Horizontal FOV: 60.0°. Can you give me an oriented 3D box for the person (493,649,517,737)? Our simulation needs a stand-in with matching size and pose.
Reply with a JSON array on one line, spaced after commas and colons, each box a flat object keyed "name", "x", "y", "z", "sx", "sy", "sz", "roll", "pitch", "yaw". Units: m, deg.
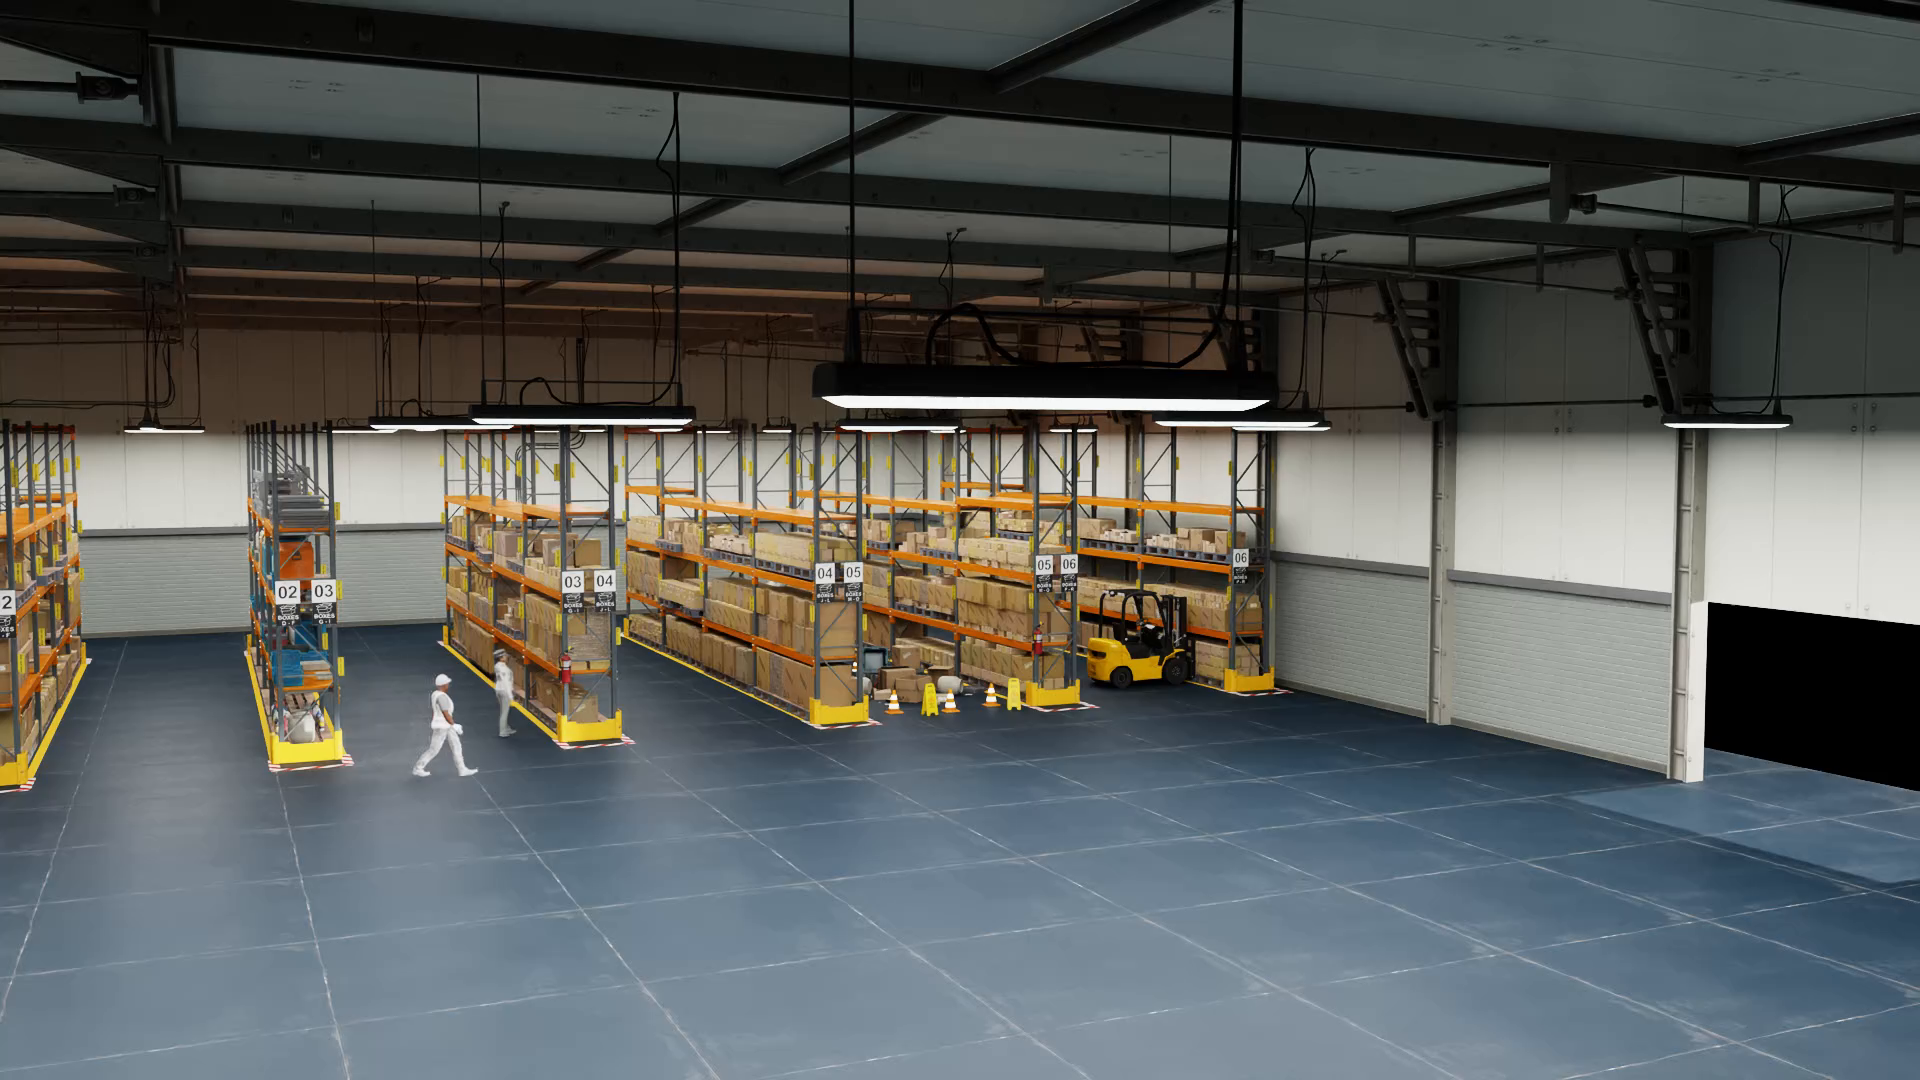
[{"name": "person", "x": -8.648, "y": 2.902, "z": 31.774, "sx": 0.495, "sy": 1.687, "sz": 0.547, "roll": 3, "pitch": 5, "yaw": 43}]

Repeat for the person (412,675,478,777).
[{"name": "person", "x": -8.623, "y": 3.121, "z": 27.796, "sx": 1.038, "sy": 1.748, "sz": 0.523, "roll": 0, "pitch": 4, "yaw": -5}]

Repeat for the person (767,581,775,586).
[{"name": "person", "x": -5.227, "y": 2.015, "z": 45.319, "sx": 0.499, "sy": 1.774, "sz": 0.622, "roll": -2, "pitch": 4, "yaw": -31}]
